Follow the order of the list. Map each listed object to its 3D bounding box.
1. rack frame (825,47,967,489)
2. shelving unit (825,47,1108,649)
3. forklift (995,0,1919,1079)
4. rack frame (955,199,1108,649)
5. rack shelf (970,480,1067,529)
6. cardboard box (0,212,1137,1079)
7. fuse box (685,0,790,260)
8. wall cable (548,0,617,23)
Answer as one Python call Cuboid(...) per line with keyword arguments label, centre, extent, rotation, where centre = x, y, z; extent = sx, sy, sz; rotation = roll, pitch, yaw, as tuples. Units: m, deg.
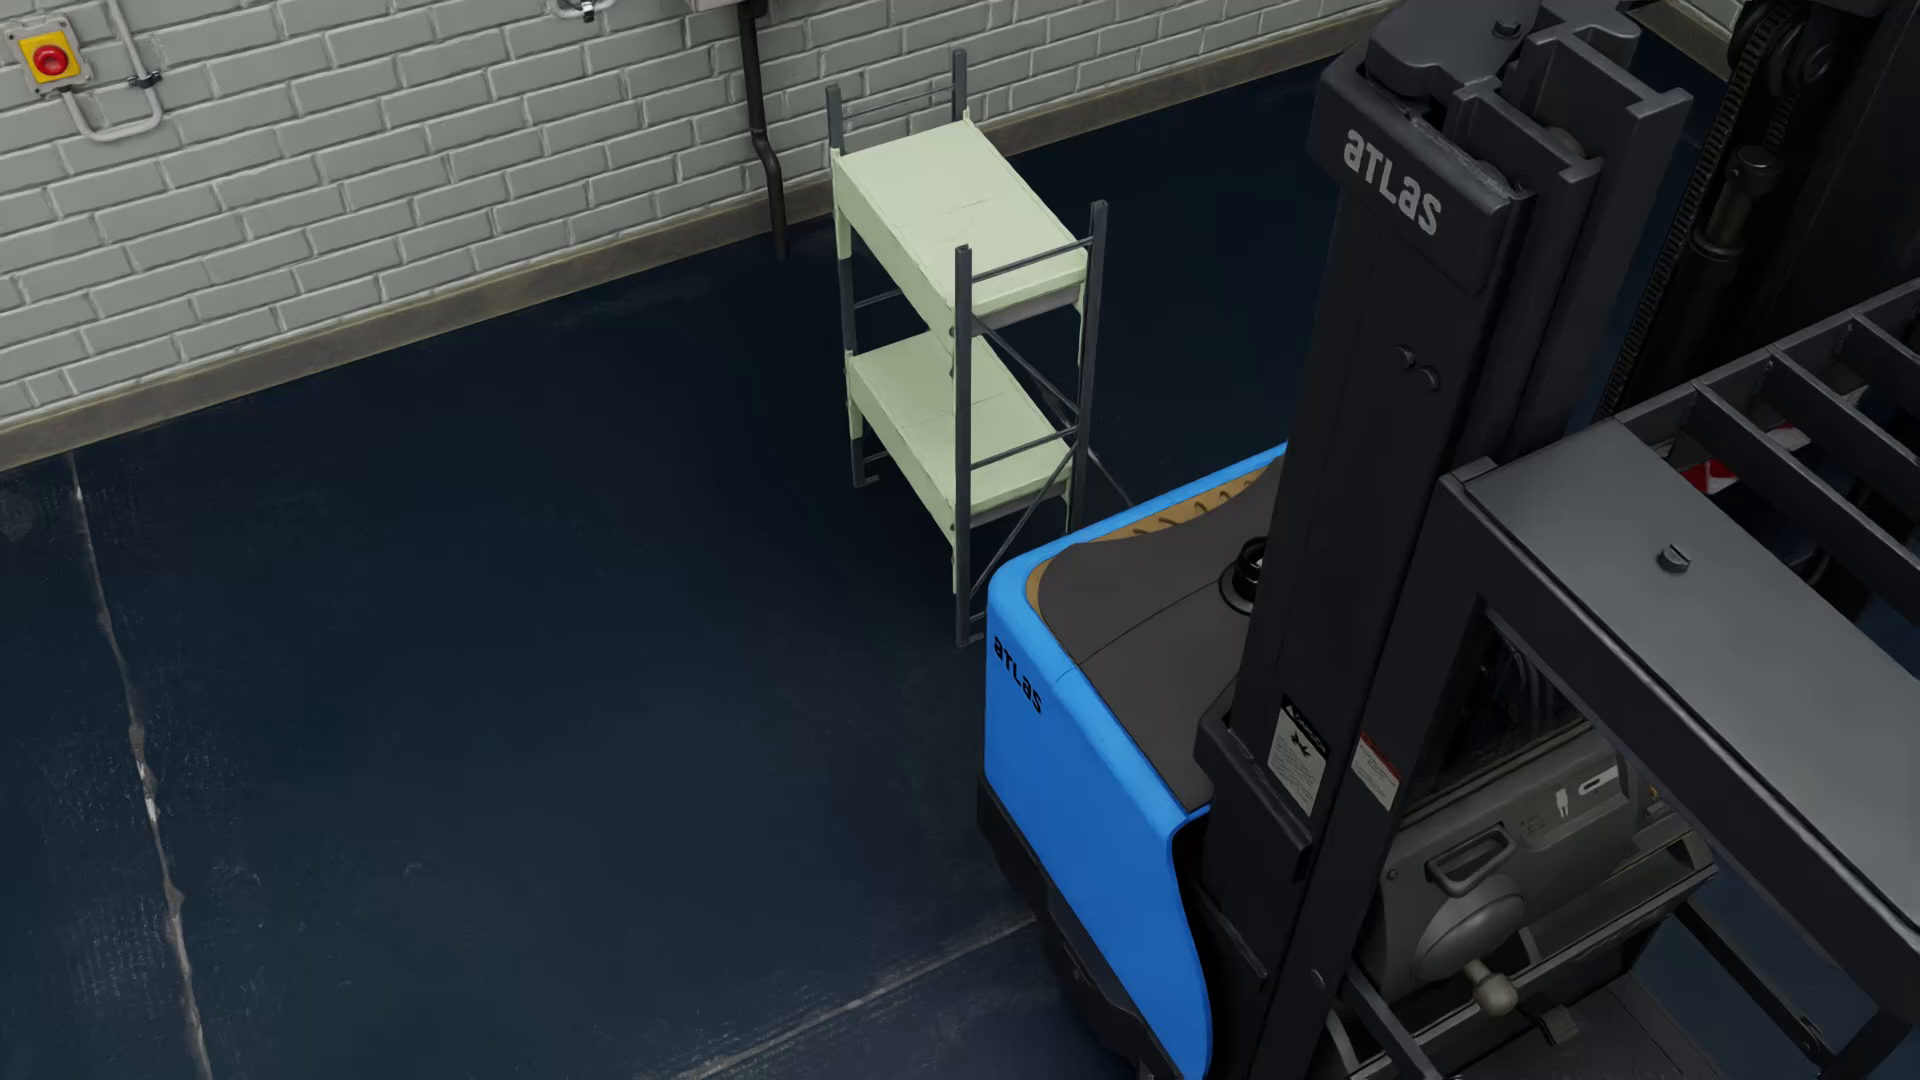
Cuboid(label="rack frame", centre=(-0.164, -0.734, 4.896), extent=(0.400, 1.500, 0.023), rotation=(-21, 52, -18))
Cuboid(label="shelving unit", centre=(0.003, -0.489, 4.682), extent=(0.400, 1.500, 0.755), rotation=(-21, 52, -18))
Cuboid(label="forklift", centre=(1.216, 0.667, 2.778), extent=(1.107, 2.843, 2.937), rotation=(-23, 53, -19))
Cuboid(label="rack frame", centre=(0.171, -0.244, 4.467), extent=(0.400, 1.500, 0.023), rotation=(-21, 52, -18))
Cuboid(label="rack shelf", centre=(0.003, -0.322, 4.873), extent=(0.332, 0.071, 0.664), rotation=(-21, 52, -18))
Cuboid(label="cardboard box", centre=(0.162, 3.641, 1.036), extent=(6.103, 1.550, 13.522), rotation=(-22, 52, -18))
Cuboid(label="fuse box", centre=(-0.623, -1.612, 5.523), extent=(0.539, 1.711, 0.414), rotation=(-21, 52, -18))
Cuboid(label="wall cable", centre=(-1.302, -2.241, 4.542), extent=(0.588, 1.984, 0.122), rotation=(-21, 52, -18))
